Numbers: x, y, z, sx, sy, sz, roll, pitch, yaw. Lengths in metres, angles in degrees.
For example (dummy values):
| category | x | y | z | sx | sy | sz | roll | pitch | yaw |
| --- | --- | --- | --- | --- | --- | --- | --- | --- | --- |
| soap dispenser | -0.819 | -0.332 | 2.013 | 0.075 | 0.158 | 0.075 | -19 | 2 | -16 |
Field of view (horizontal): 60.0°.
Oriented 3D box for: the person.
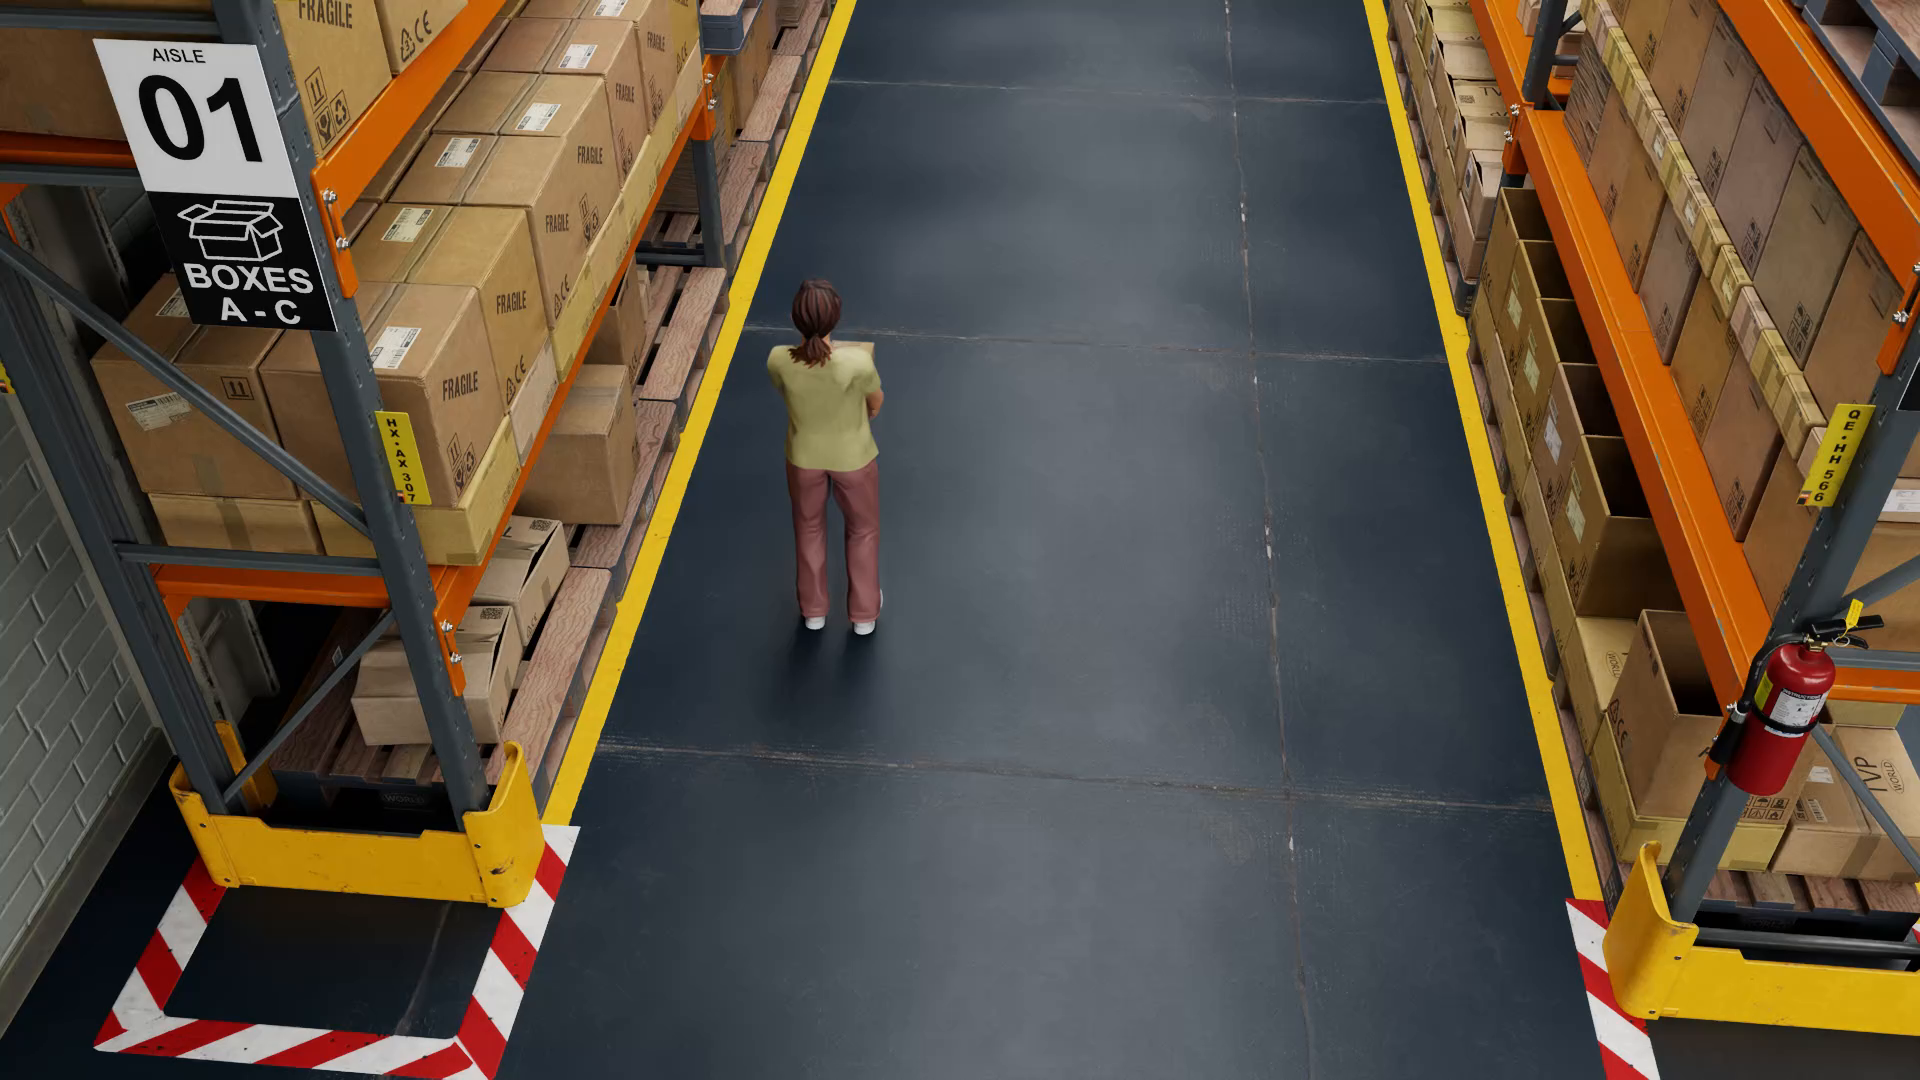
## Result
| category | x | y | z | sx | sy | sz | roll | pitch | yaw |
| --- | --- | --- | --- | --- | --- | --- | --- | --- | --- |
| person | -0.503 | -0.363 | 6.596 | 0.424 | 1.667 | 0.551 | 4 | 40 | 4 |
